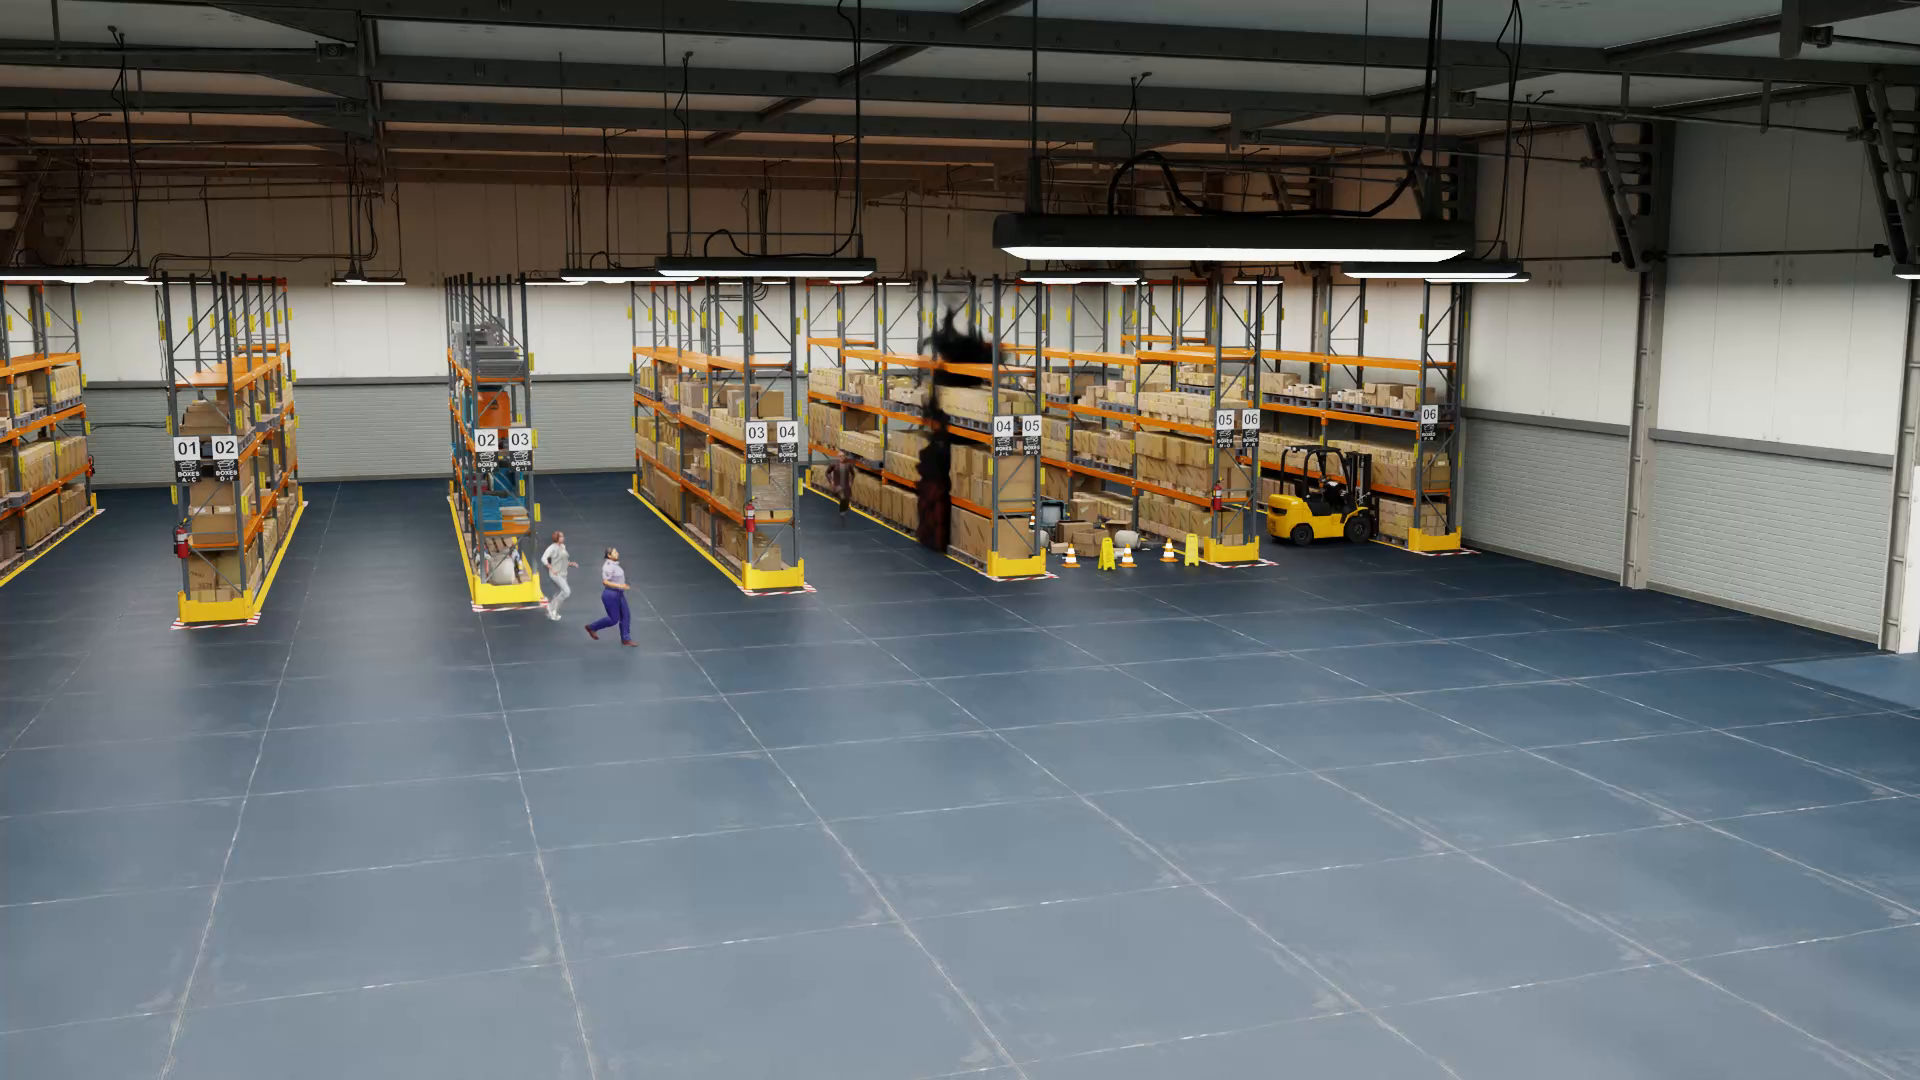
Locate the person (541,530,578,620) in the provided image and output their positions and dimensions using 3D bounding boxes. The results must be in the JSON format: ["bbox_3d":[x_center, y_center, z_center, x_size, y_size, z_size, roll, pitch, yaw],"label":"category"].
[{"bbox_3d":[-6.922,0.615,28.775,0.593,1.550,0.517,2,9,14],"label":"person"}]

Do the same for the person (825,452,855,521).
[{"bbox_3d":[-2.878,-1.285,40.153,0.727,1.704,0.815,-3,9,-16],"label":"person"}]

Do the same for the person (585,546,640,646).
[{"bbox_3d":[-5.591,0.914,26.688,0.849,1.640,0.607,0,9,2],"label":"person"}]
